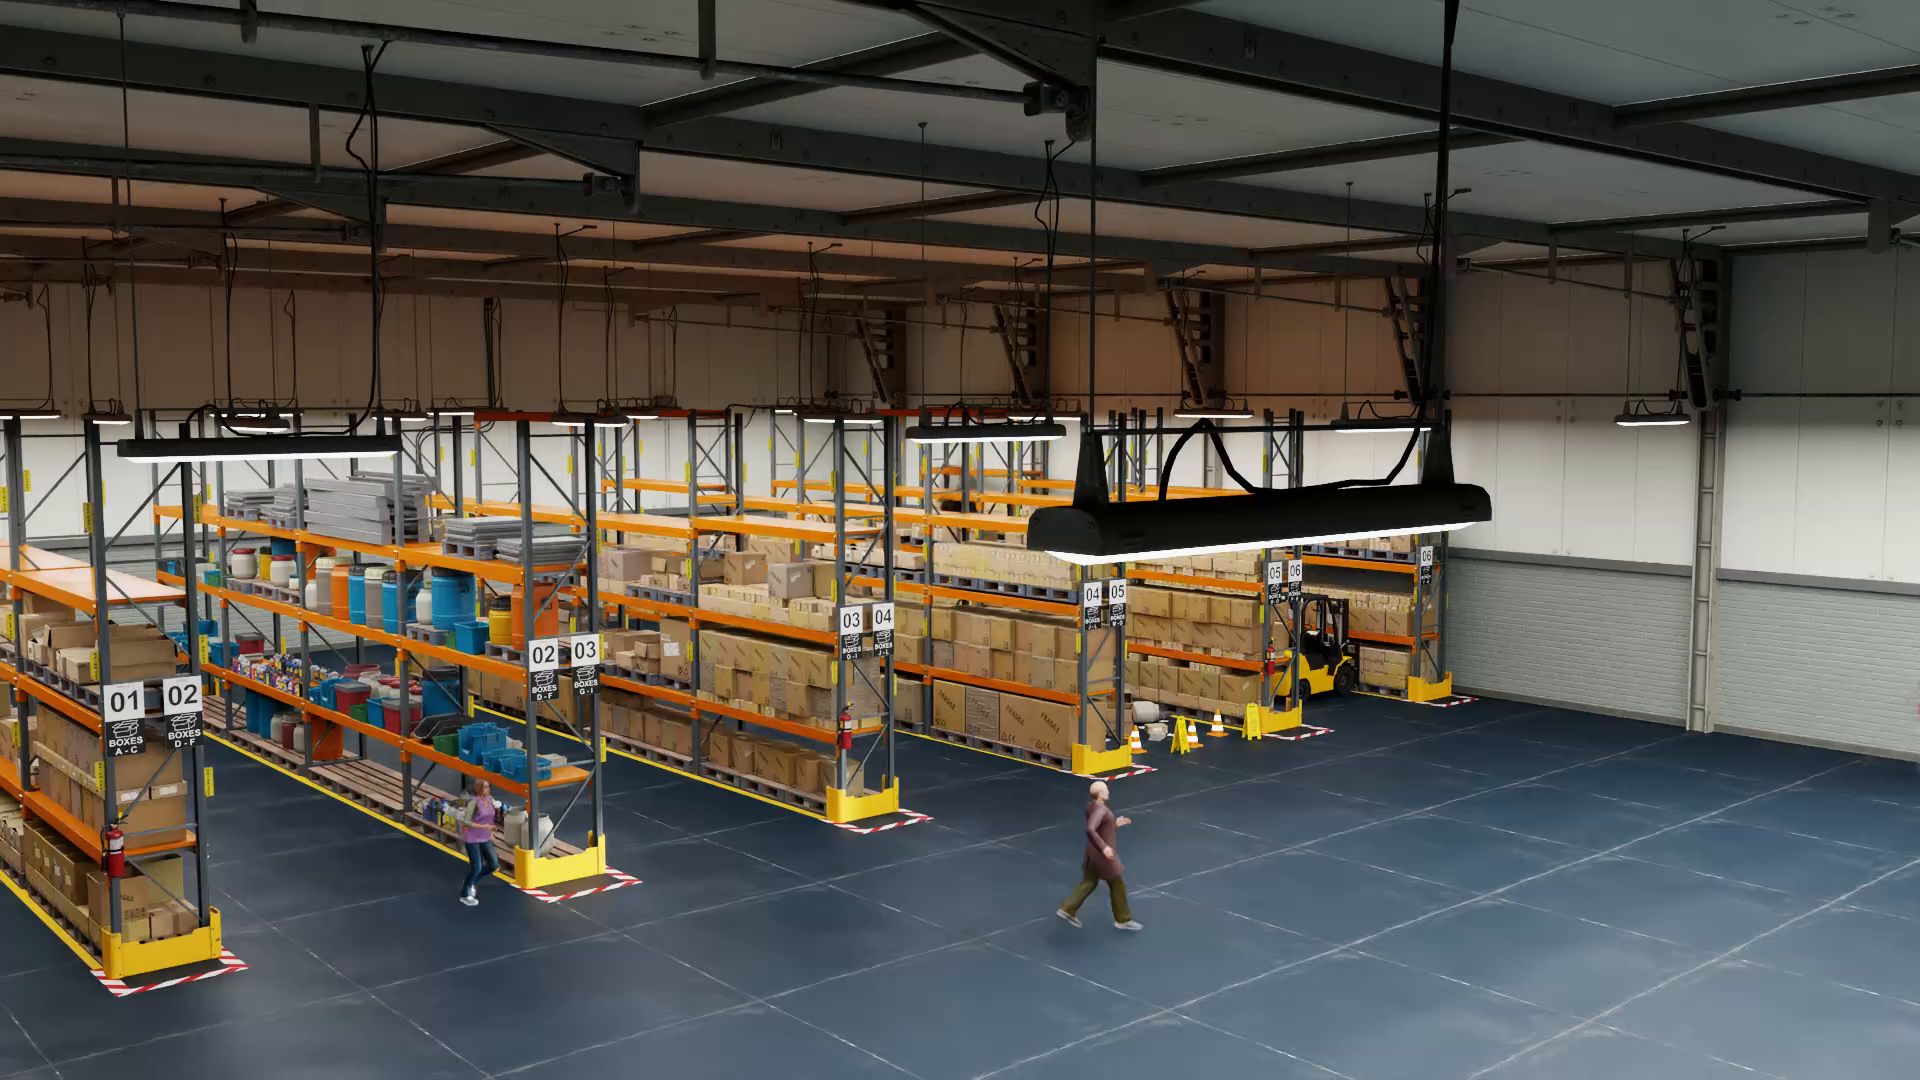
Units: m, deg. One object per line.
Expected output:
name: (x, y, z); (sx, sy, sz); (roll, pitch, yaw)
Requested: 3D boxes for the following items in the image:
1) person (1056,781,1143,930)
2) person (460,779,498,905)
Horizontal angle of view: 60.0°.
person: (1.640, 3.704, 19.470); (1.043, 1.783, 0.695); (-2, 5, -17)
person: (-5.926, 3.742, 20.685); (0.550, 1.553, 0.550); (2, 5, 24)
